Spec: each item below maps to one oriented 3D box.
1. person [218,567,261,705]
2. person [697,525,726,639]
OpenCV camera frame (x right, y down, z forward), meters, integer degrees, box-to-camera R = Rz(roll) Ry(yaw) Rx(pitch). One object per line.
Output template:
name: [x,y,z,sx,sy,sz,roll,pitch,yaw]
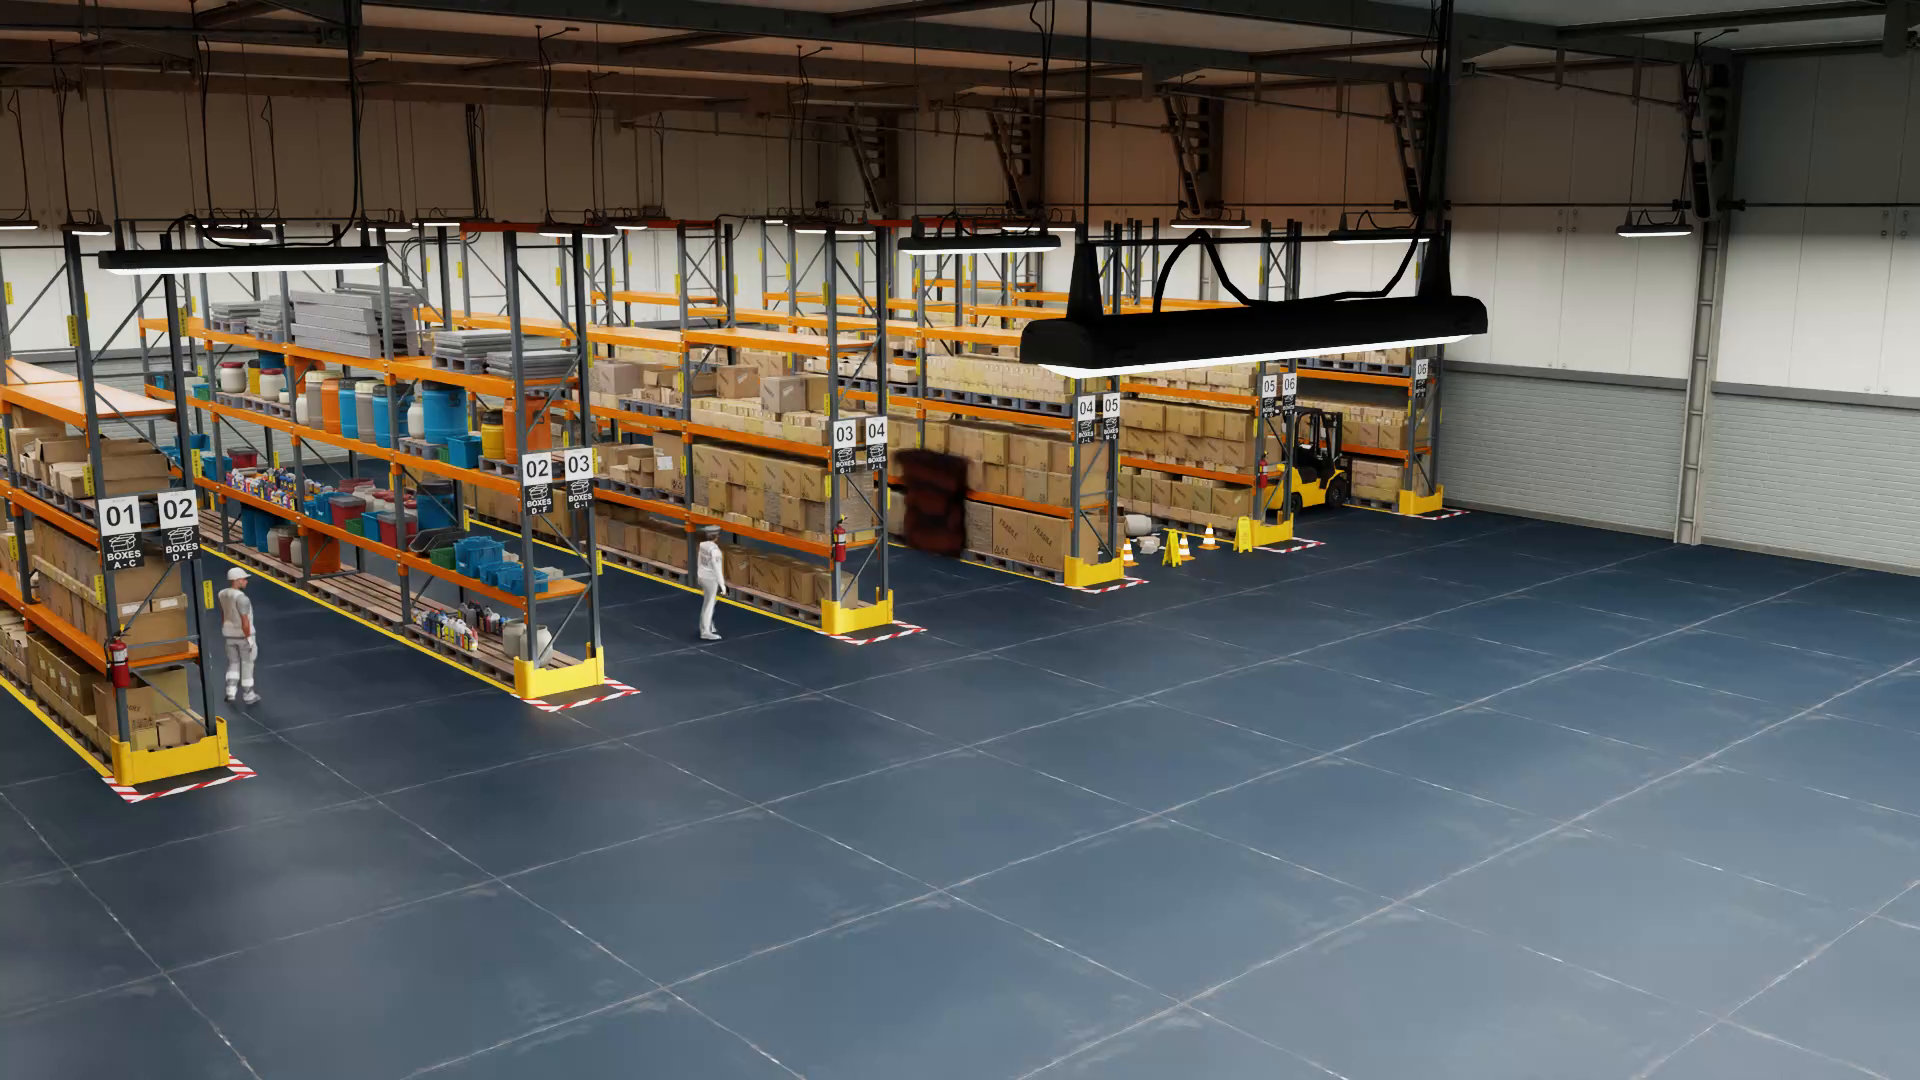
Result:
person: [-9.220,1.228,21.254,0.537,1.796,0.475,2,12,12]
person: [-3.721,0.627,24.627,0.421,1.704,0.601,-6,13,-27]
